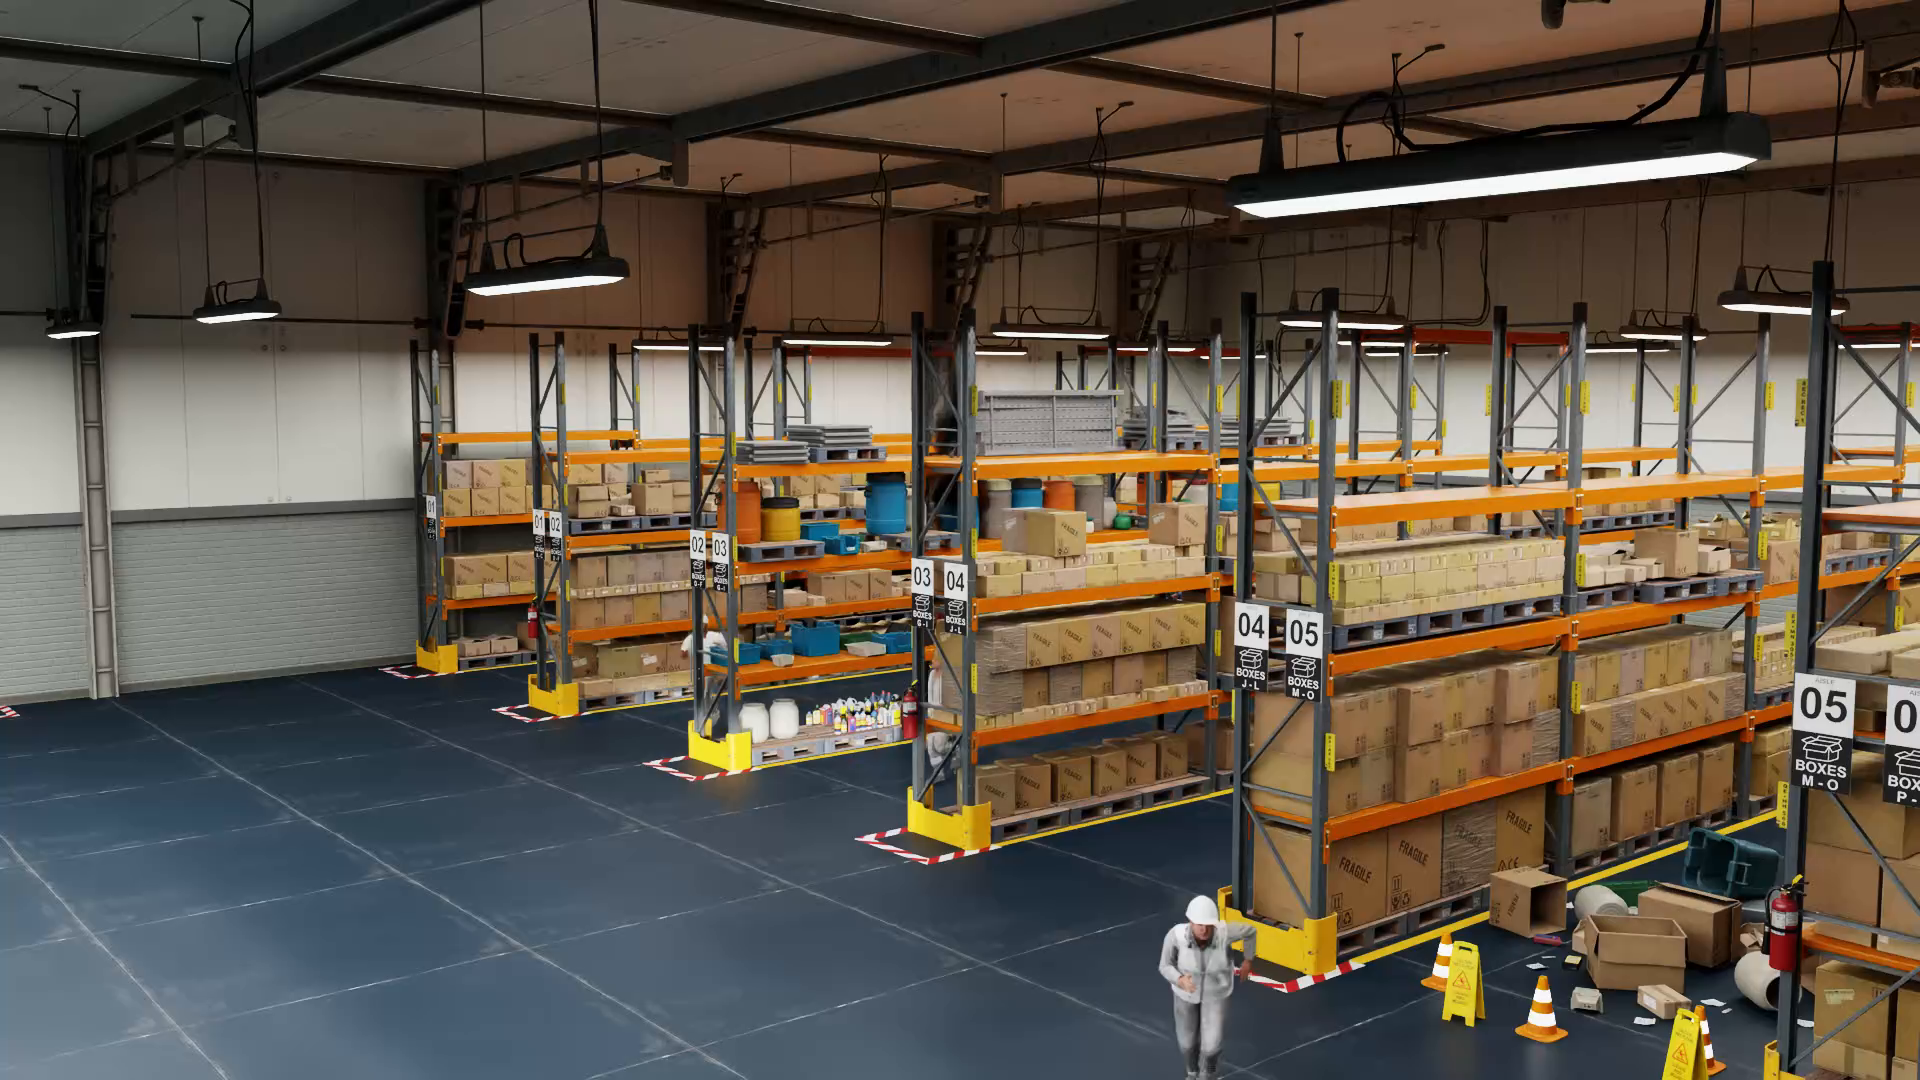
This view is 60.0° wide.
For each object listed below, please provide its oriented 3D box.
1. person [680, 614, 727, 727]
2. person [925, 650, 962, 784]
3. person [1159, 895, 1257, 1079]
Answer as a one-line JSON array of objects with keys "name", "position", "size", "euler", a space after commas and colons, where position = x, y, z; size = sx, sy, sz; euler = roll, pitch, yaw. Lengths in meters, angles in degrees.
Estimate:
[{"name": "person", "position": [-3.792, 1.984, 24.664], "size": [0.681, 1.803, 0.897], "euler": [3, 6, 25]}, {"name": "person", "position": [-0.208, 2.290, 21.737], "size": [0.651, 1.757, 0.627], "euler": [5, 7, 44]}, {"name": "person", "position": [1.763, 3.252, 11.859], "size": [0.689, 1.606, 0.933], "euler": [1, 5, 8]}]
